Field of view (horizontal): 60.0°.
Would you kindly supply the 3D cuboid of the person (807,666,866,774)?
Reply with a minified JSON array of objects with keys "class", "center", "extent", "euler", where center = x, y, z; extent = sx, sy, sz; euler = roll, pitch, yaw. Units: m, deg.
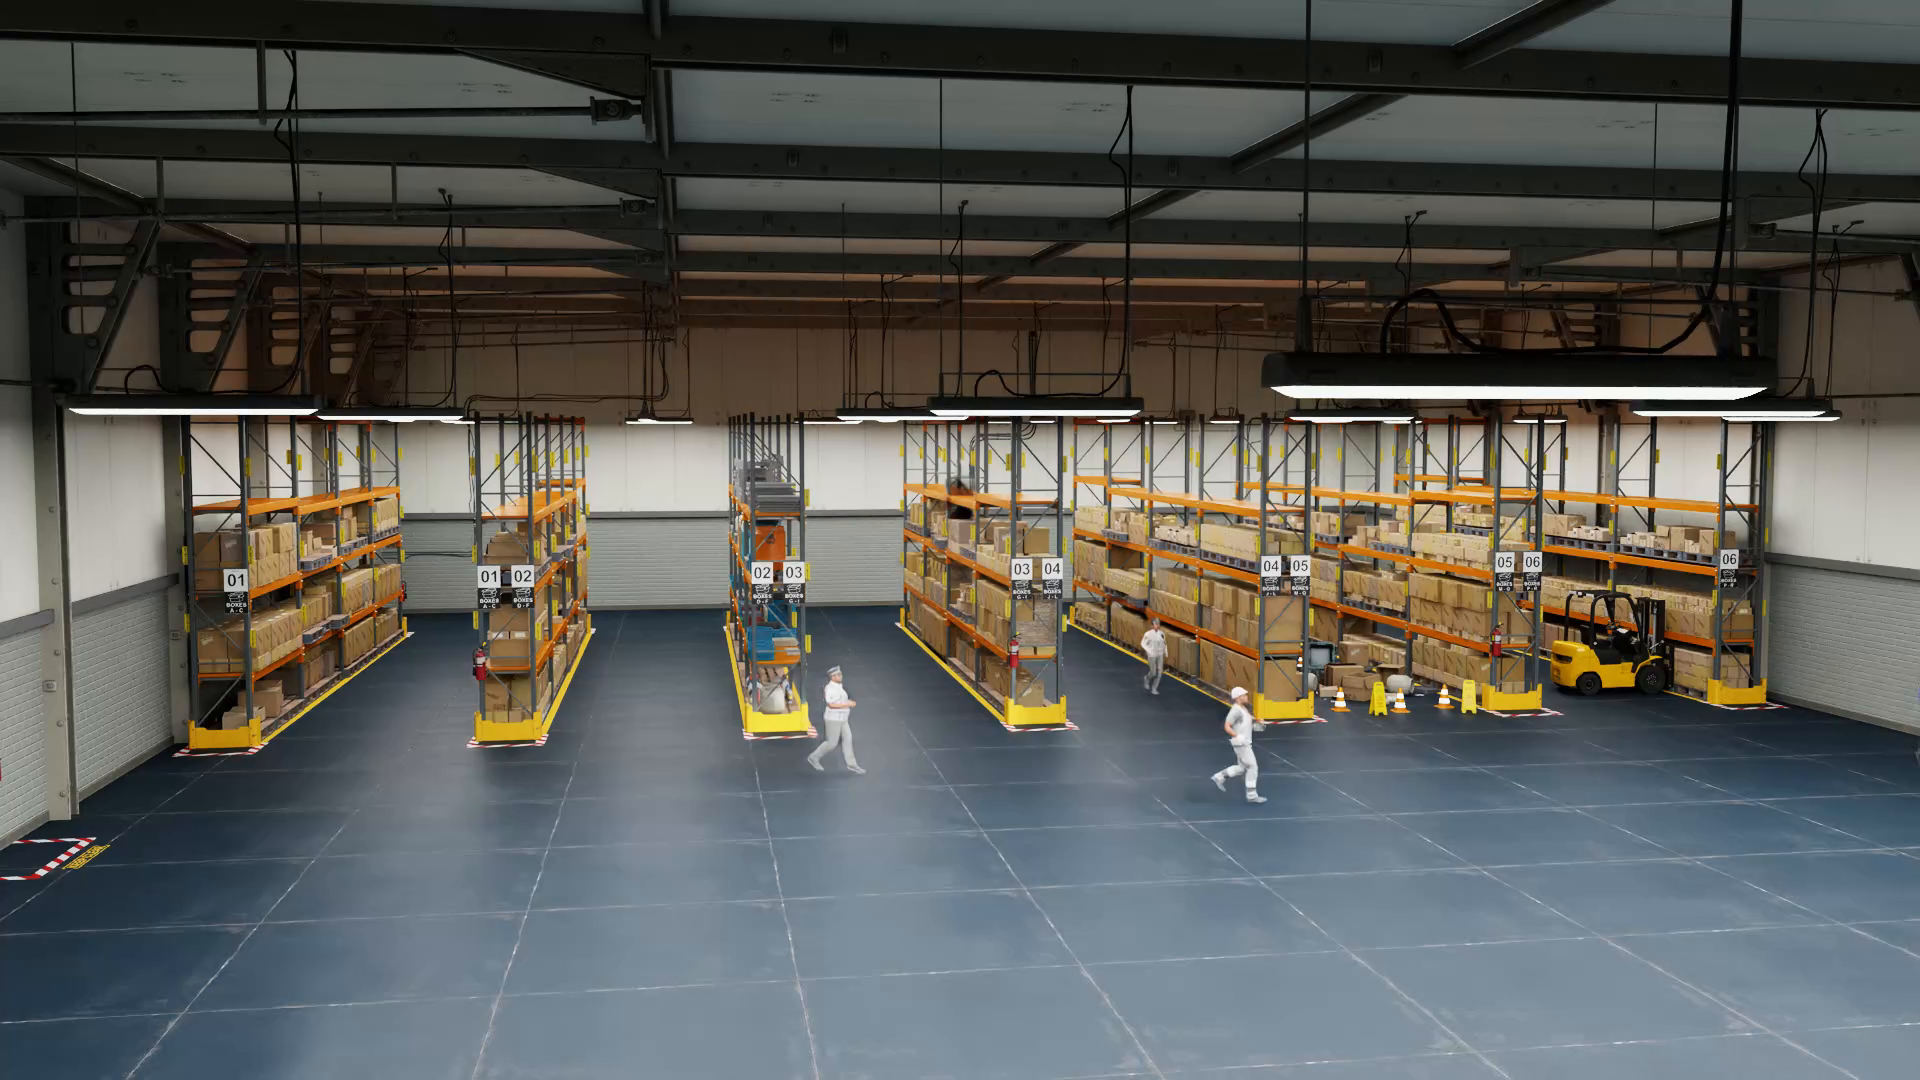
[{"class":"person","center":[-2.039,2.954,27.342],"extent":[0.967,1.791,0.659],"euler":[1,4,11]}]

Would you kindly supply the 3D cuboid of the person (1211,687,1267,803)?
[{"class":"person","center":[4.263,3.118,25.375],"extent":[0.867,1.760,0.669],"euler":[1,4,18]}]

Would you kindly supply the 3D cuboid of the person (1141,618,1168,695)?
[{"class":"person","center":[4.176,2.473,35.633],"extent":[0.602,1.652,0.544],"euler":[-1,4,-20]}]

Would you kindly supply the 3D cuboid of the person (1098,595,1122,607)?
[{"class":"person","center":[4.400,1.440,49.913],"extent":[1.041,1.776,0.708],"euler":[-1,4,-15]}]
